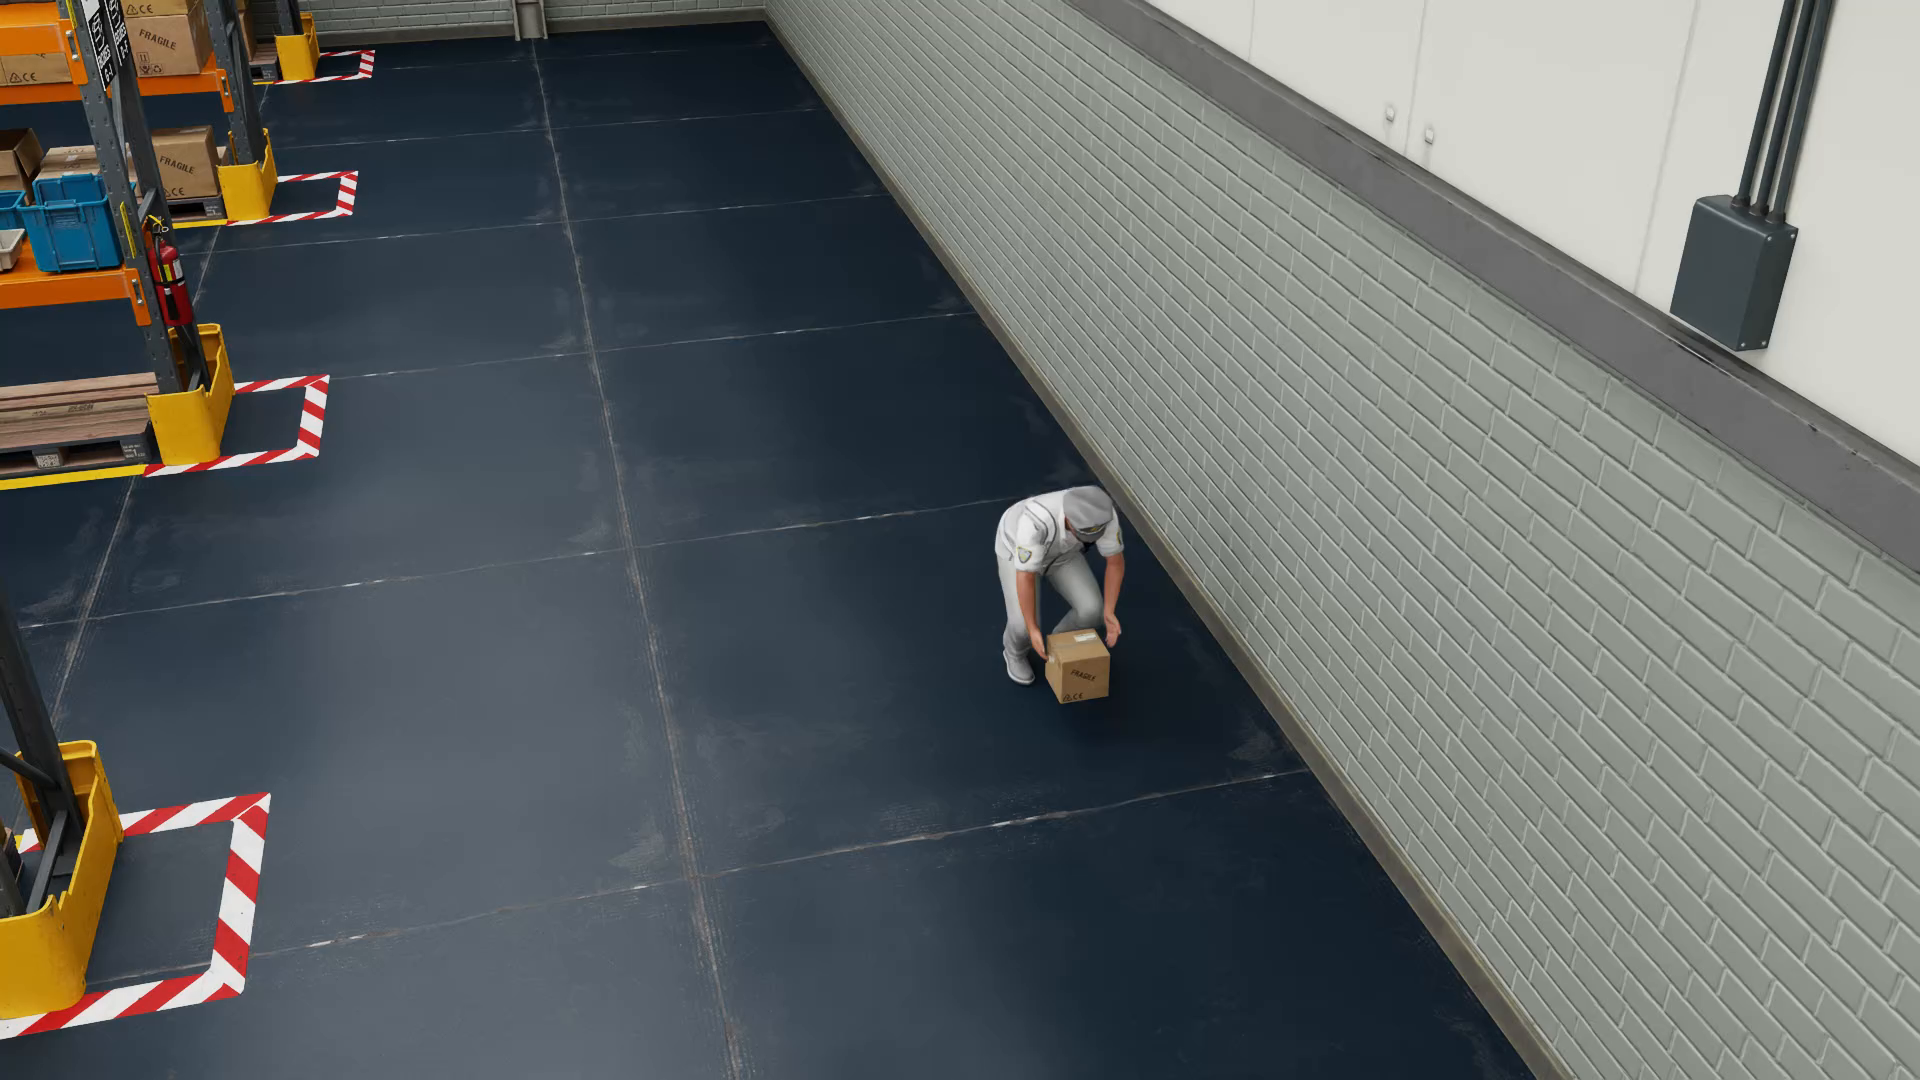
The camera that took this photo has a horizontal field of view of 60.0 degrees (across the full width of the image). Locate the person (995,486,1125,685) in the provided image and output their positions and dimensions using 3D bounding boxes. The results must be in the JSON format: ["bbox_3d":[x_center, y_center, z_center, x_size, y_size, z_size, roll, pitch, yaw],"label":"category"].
[{"bbox_3d":[0.510,0.170,8.454,0.581,1.242,0.882,-8,31,-13],"label":"person"}]
